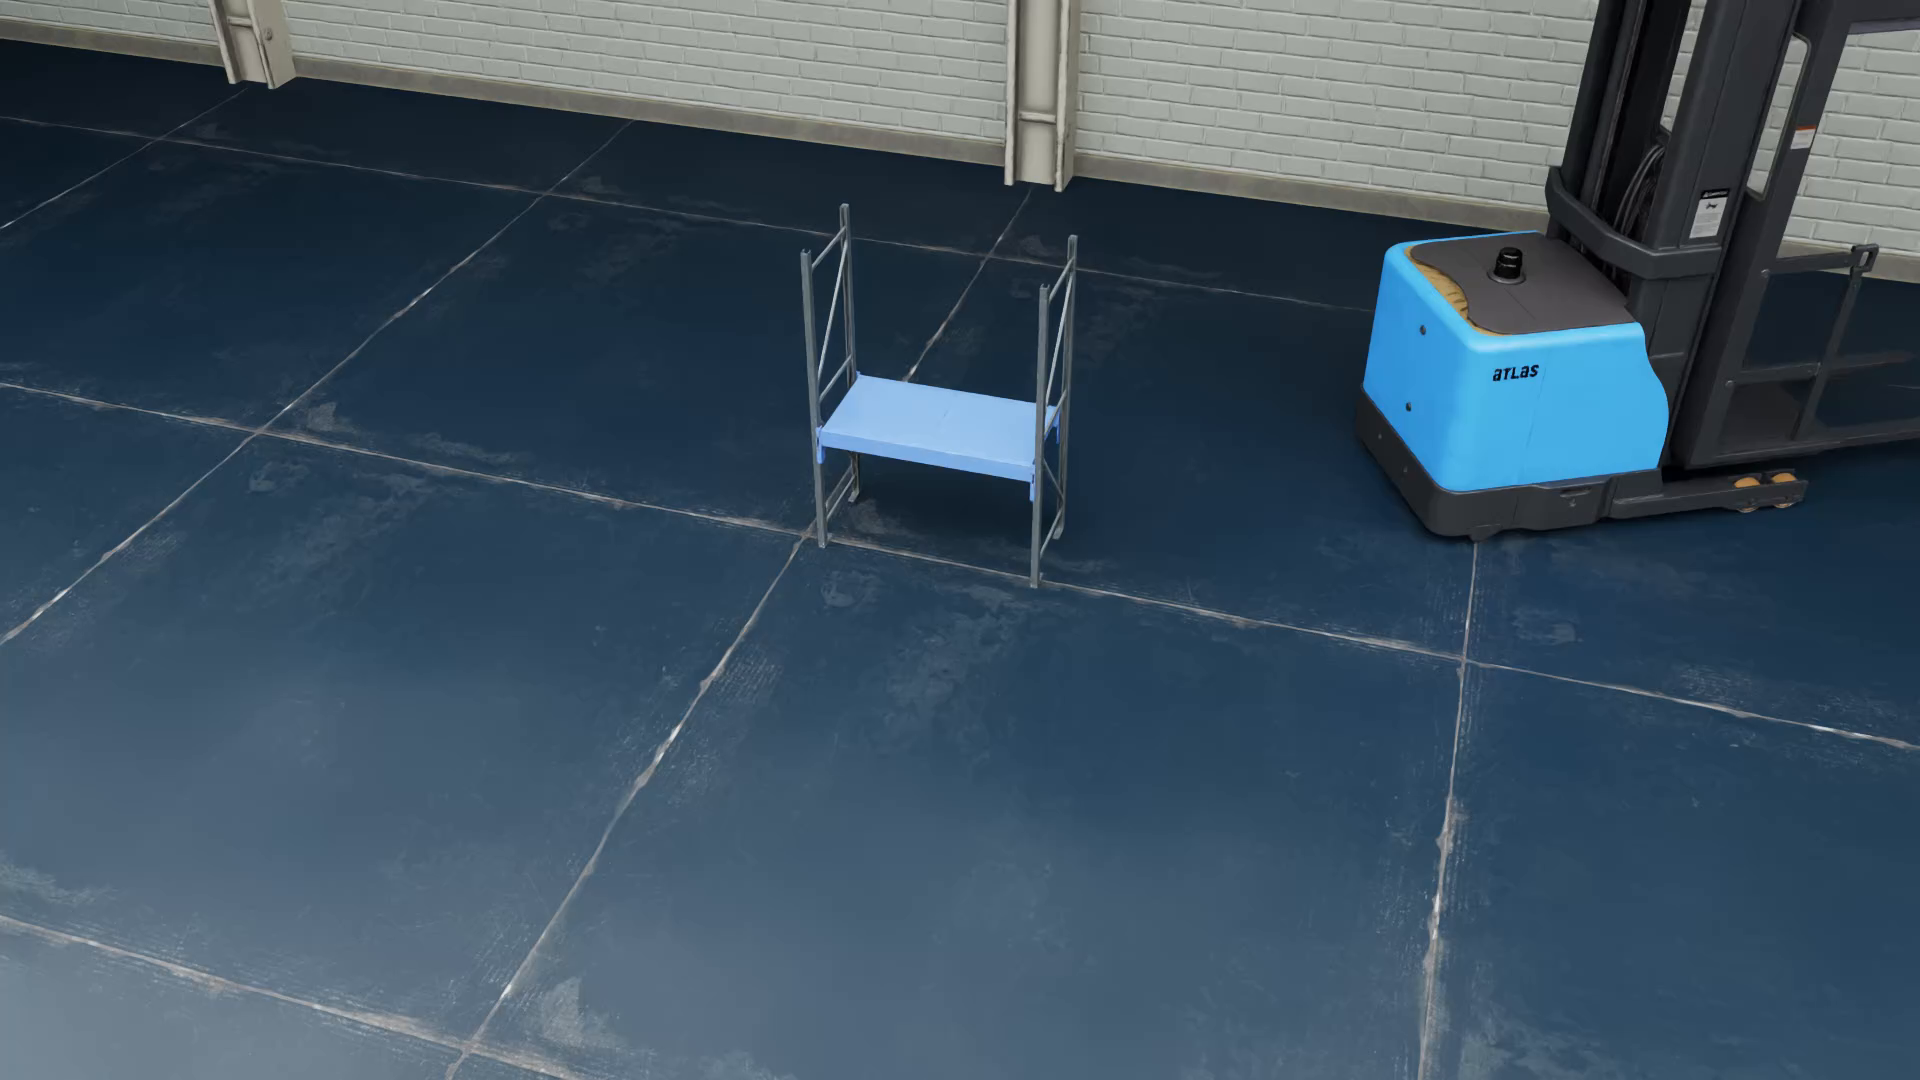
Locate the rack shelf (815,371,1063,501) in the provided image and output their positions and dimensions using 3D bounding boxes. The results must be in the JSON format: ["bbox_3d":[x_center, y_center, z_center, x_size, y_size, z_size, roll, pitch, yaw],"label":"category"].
[{"bbox_3d":[-0.081,-0.474,7.433,1.000,0.185,0.538,10,38,14],"label":"rack shelf"}]

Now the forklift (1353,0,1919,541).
[{"bbox_3d":[3.557,-1.612,7.467,3.031,2.935,1.130,-7,37,-9],"label":"forklift"}]

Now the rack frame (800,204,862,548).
[{"bbox_3d":[-0.567,-0.709,7.448,0.032,1.500,0.500,10,38,14],"label":"rack frame"}]

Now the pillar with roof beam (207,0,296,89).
[{"bbox_3d":[-6.487,-4.637,6.459,0.400,9.000,9.100,10,38,14],"label":"pillar with roof beam"}]

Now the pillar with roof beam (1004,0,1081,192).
[{"bbox_3d":[-0.760,-3.576,5.018,0.400,9.000,9.100,10,38,14],"label":"pillar with roof beam"}]

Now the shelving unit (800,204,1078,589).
[{"bbox_3d":[-0.081,-0.619,7.326,1.048,1.500,0.538,10,38,14],"label":"shelving unit"}]

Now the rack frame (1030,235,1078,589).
[{"bbox_3d":[0.404,-0.529,7.204,0.032,1.500,0.500,10,38,14],"label":"rack frame"}]
